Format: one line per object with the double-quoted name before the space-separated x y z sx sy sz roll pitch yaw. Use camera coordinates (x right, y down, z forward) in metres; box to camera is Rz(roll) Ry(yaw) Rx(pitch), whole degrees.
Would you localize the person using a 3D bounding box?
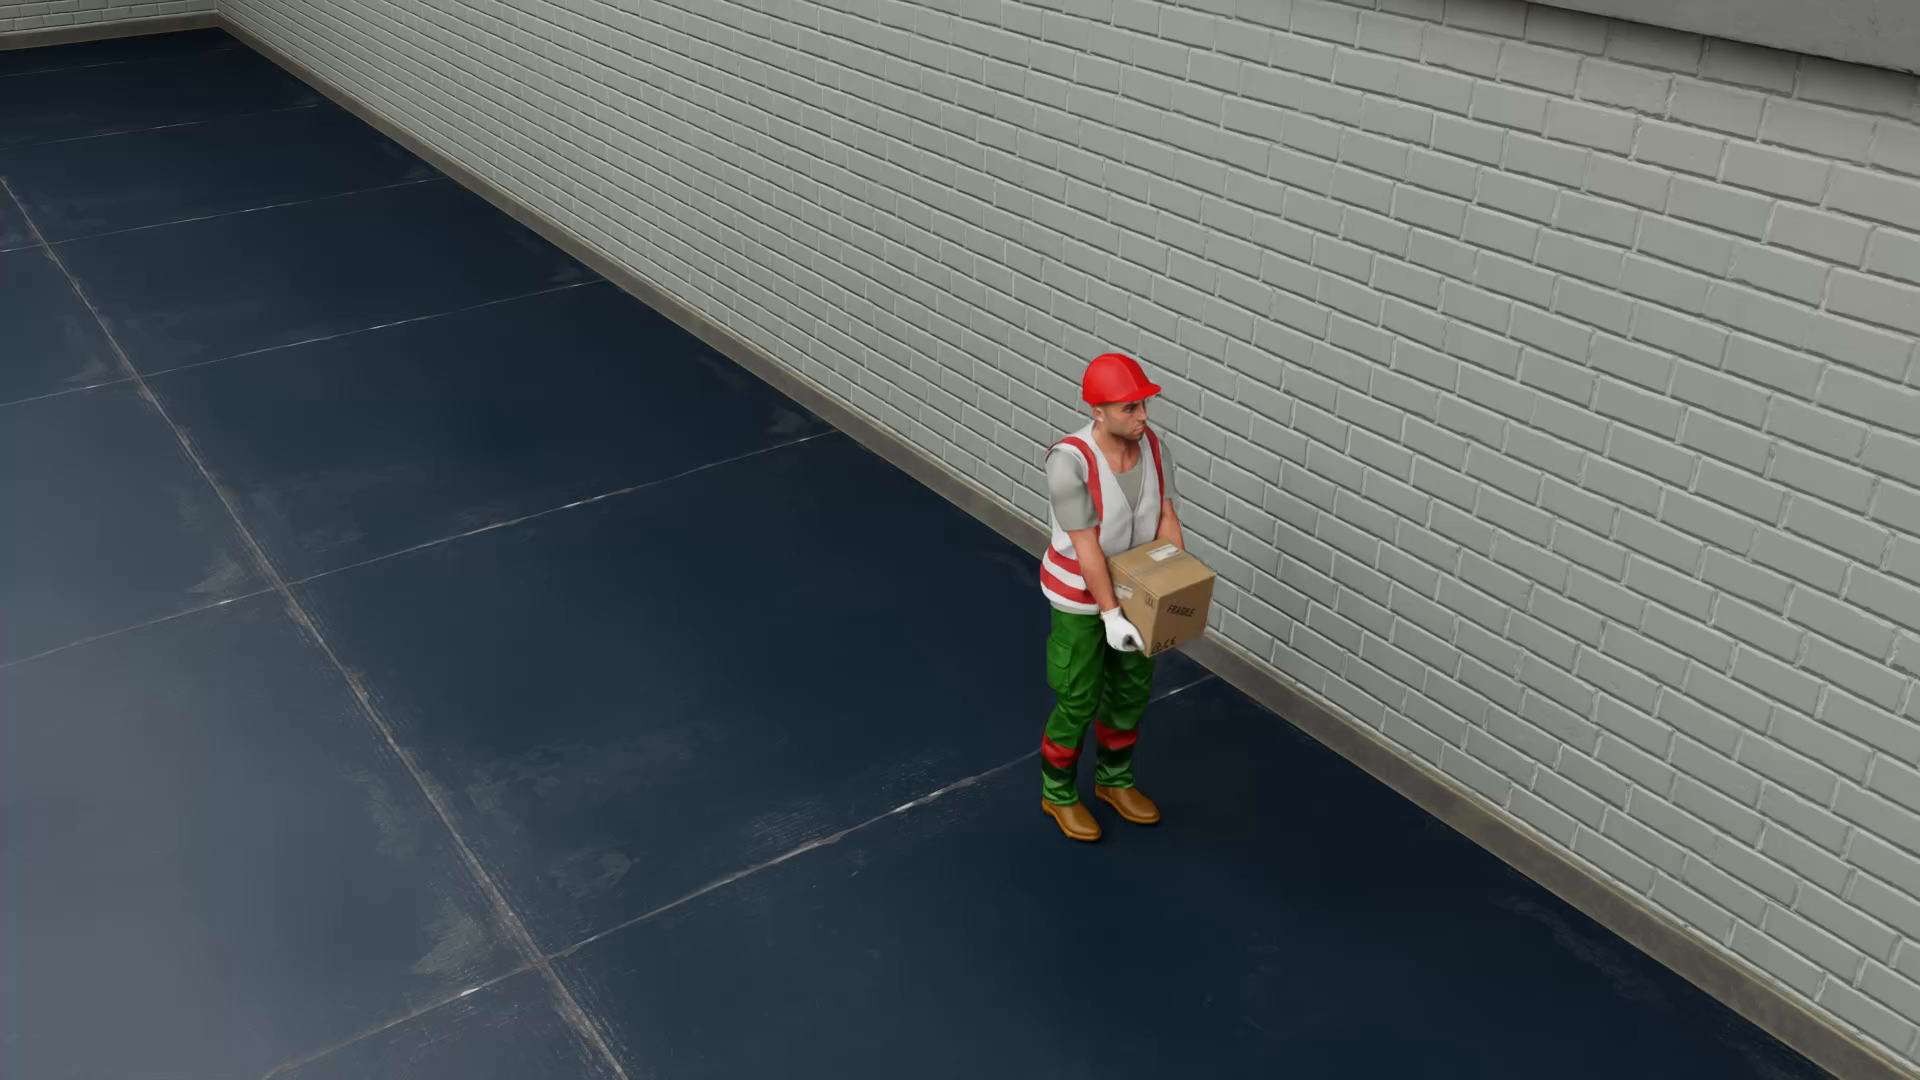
"person" 0.553 0.229 5.674 0.495 1.786 0.556 -19 34 -31
